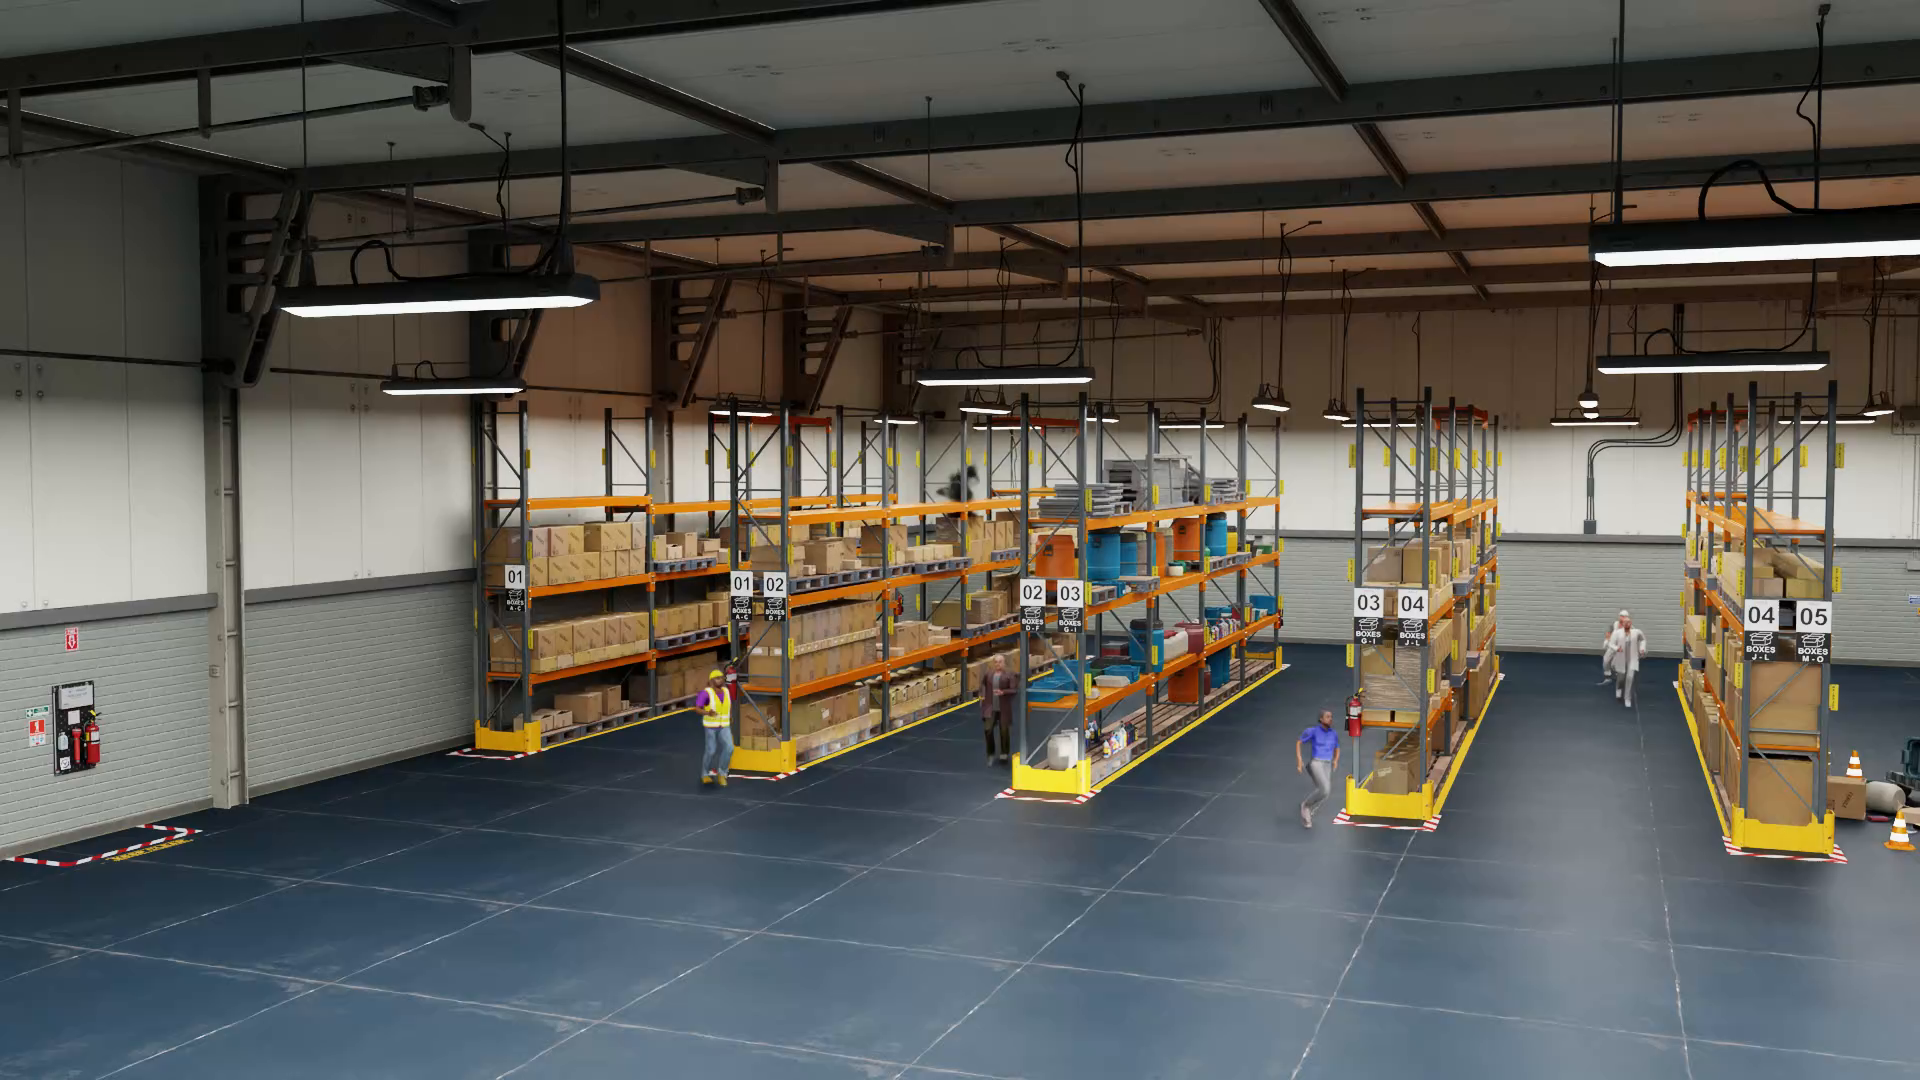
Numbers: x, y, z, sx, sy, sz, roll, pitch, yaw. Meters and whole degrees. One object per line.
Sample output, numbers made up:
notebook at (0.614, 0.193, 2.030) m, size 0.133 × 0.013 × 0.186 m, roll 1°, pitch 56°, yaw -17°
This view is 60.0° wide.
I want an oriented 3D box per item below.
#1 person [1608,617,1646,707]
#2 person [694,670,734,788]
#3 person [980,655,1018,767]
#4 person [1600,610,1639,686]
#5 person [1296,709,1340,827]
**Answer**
person at (13.614, 2.466, 33.937) m, size 0.717 × 1.789 × 0.980 m, roll 1°, pitch 3°, yaw 23°
person at (-3.714, 2.886, 25.451) m, size 0.705 × 1.795 × 0.627 m, roll -2°, pitch 3°, yaw -32°
person at (0.624, 2.798, 27.181) m, size 0.670 × 1.834 × 0.809 m, roll 1°, pitch 3°, yaw 13°
person at (14.555, 2.384, 36.646) m, size 0.571 × 1.692 × 0.747 m, roll -2°, pitch 4°, yaw -41°
person at (4.928, 3.145, 22.576) m, size 0.597 × 1.499 × 0.557 m, roll -1°, pitch 3°, yaw -22°
